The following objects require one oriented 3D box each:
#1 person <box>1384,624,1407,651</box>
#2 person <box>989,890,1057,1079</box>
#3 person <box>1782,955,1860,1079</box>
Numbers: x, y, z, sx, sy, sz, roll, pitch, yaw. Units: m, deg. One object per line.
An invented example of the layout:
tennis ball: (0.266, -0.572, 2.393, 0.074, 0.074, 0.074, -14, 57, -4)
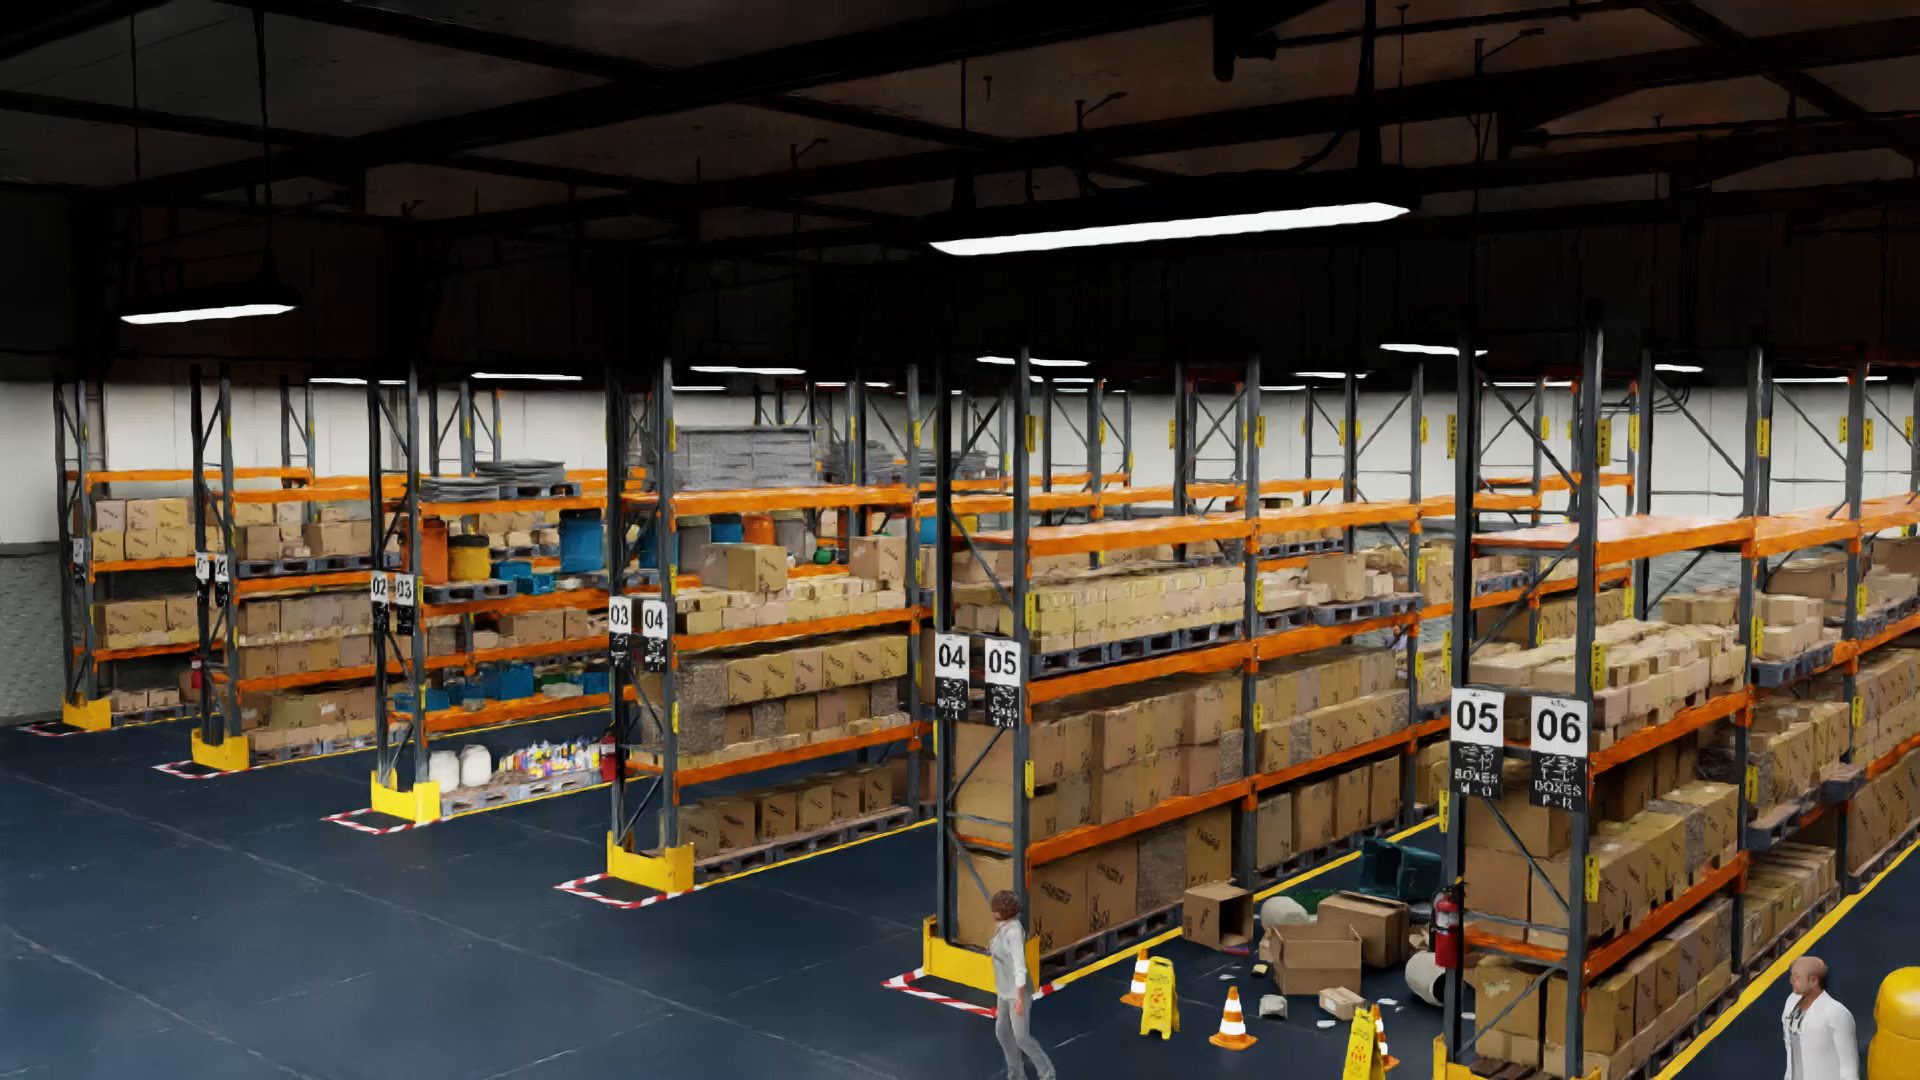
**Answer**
person: (7.824, 2.240, 29.615, 0.625, 1.596, 0.517, 3, 5, 38)
person: (0.485, 3.461, 12.702, 0.507, 1.584, 0.469, -1, 4, -12)
person: (5.524, 3.522, 10.587, 0.630, 1.766, 0.610, -1, 4, -15)
